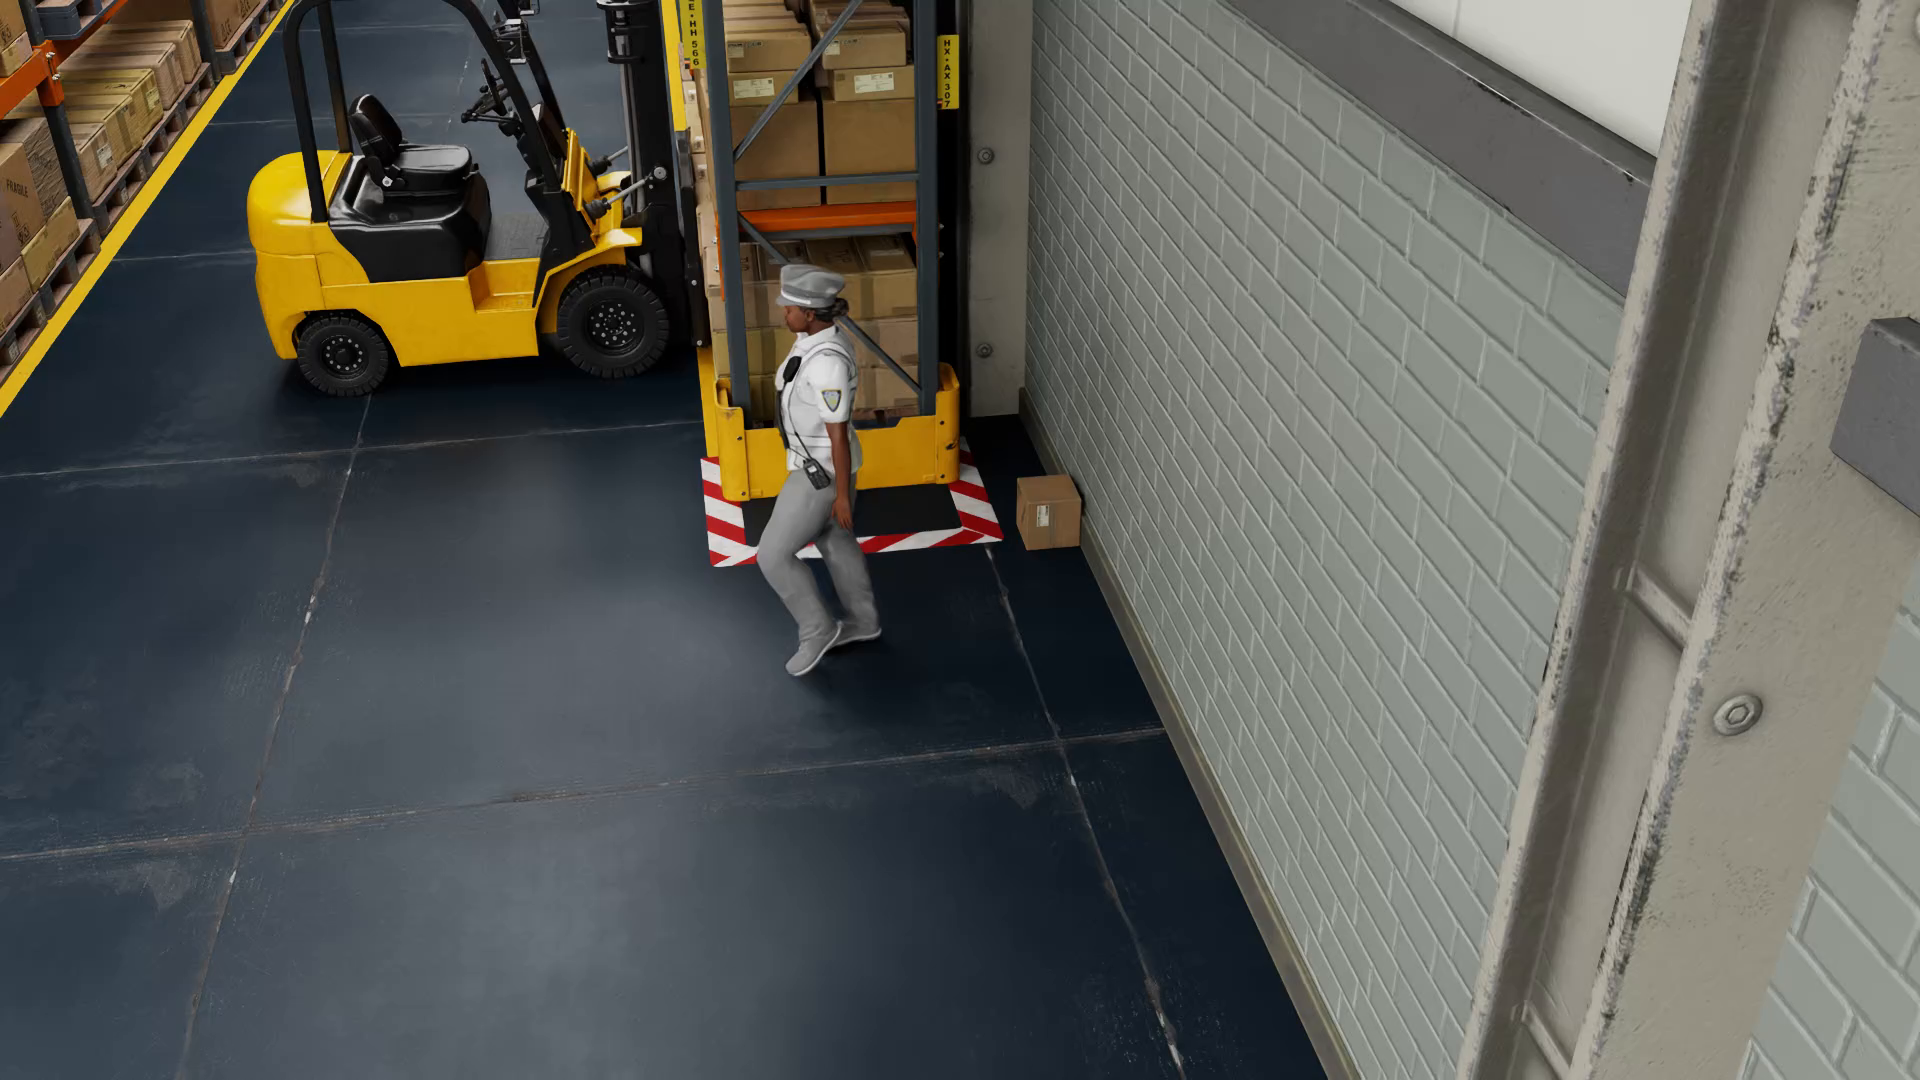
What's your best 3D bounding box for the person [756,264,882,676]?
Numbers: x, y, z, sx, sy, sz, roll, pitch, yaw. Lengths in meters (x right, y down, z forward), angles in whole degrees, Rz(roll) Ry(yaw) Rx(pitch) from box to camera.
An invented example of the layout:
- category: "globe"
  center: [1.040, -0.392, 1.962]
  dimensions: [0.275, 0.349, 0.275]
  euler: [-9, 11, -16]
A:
- category: "person"
  center: [-0.571, -0.257, 6.552]
  dimensions: [0.489, 1.708, 0.481]
  euler: [-2, 31, -4]
